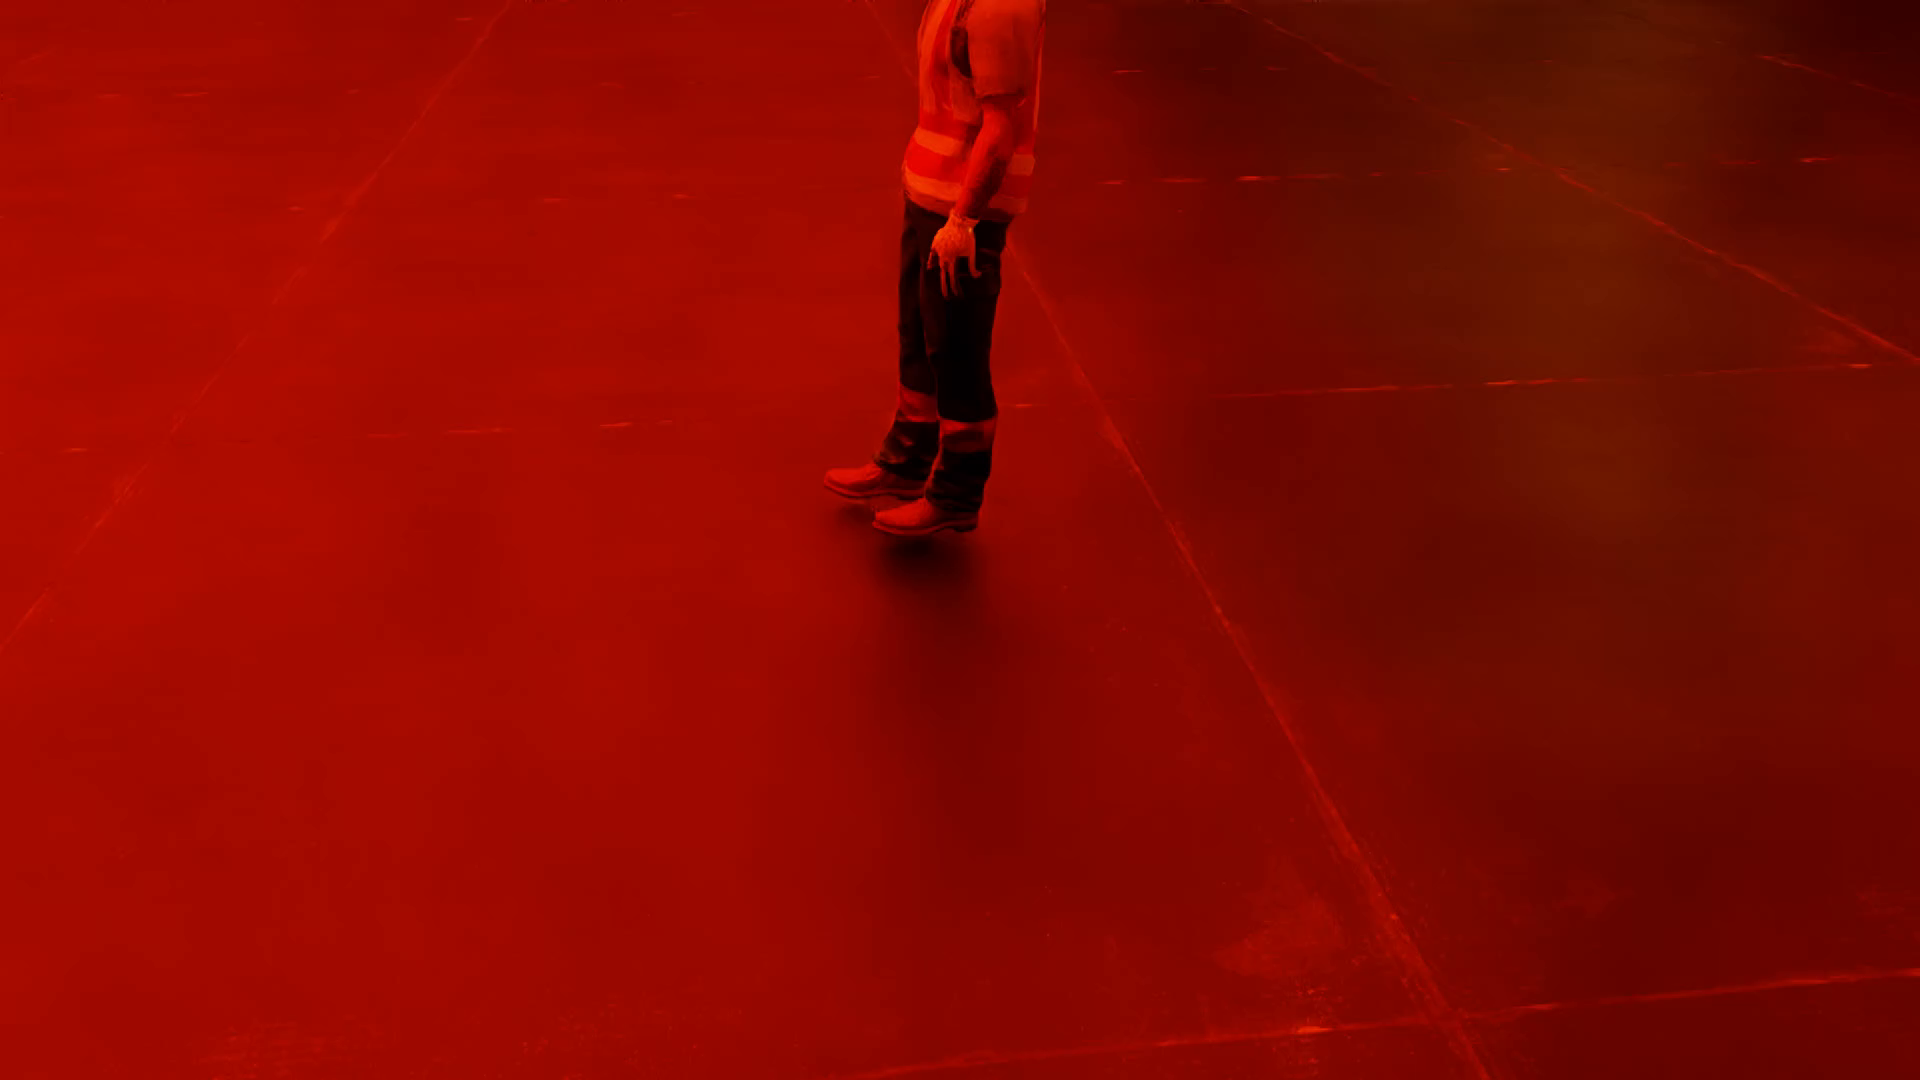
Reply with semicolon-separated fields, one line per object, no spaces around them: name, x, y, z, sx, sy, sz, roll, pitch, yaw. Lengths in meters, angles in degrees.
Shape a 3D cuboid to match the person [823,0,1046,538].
person;-0.081;-0.848;4.198;0.563;1.787;0.637;-3;26;-7
